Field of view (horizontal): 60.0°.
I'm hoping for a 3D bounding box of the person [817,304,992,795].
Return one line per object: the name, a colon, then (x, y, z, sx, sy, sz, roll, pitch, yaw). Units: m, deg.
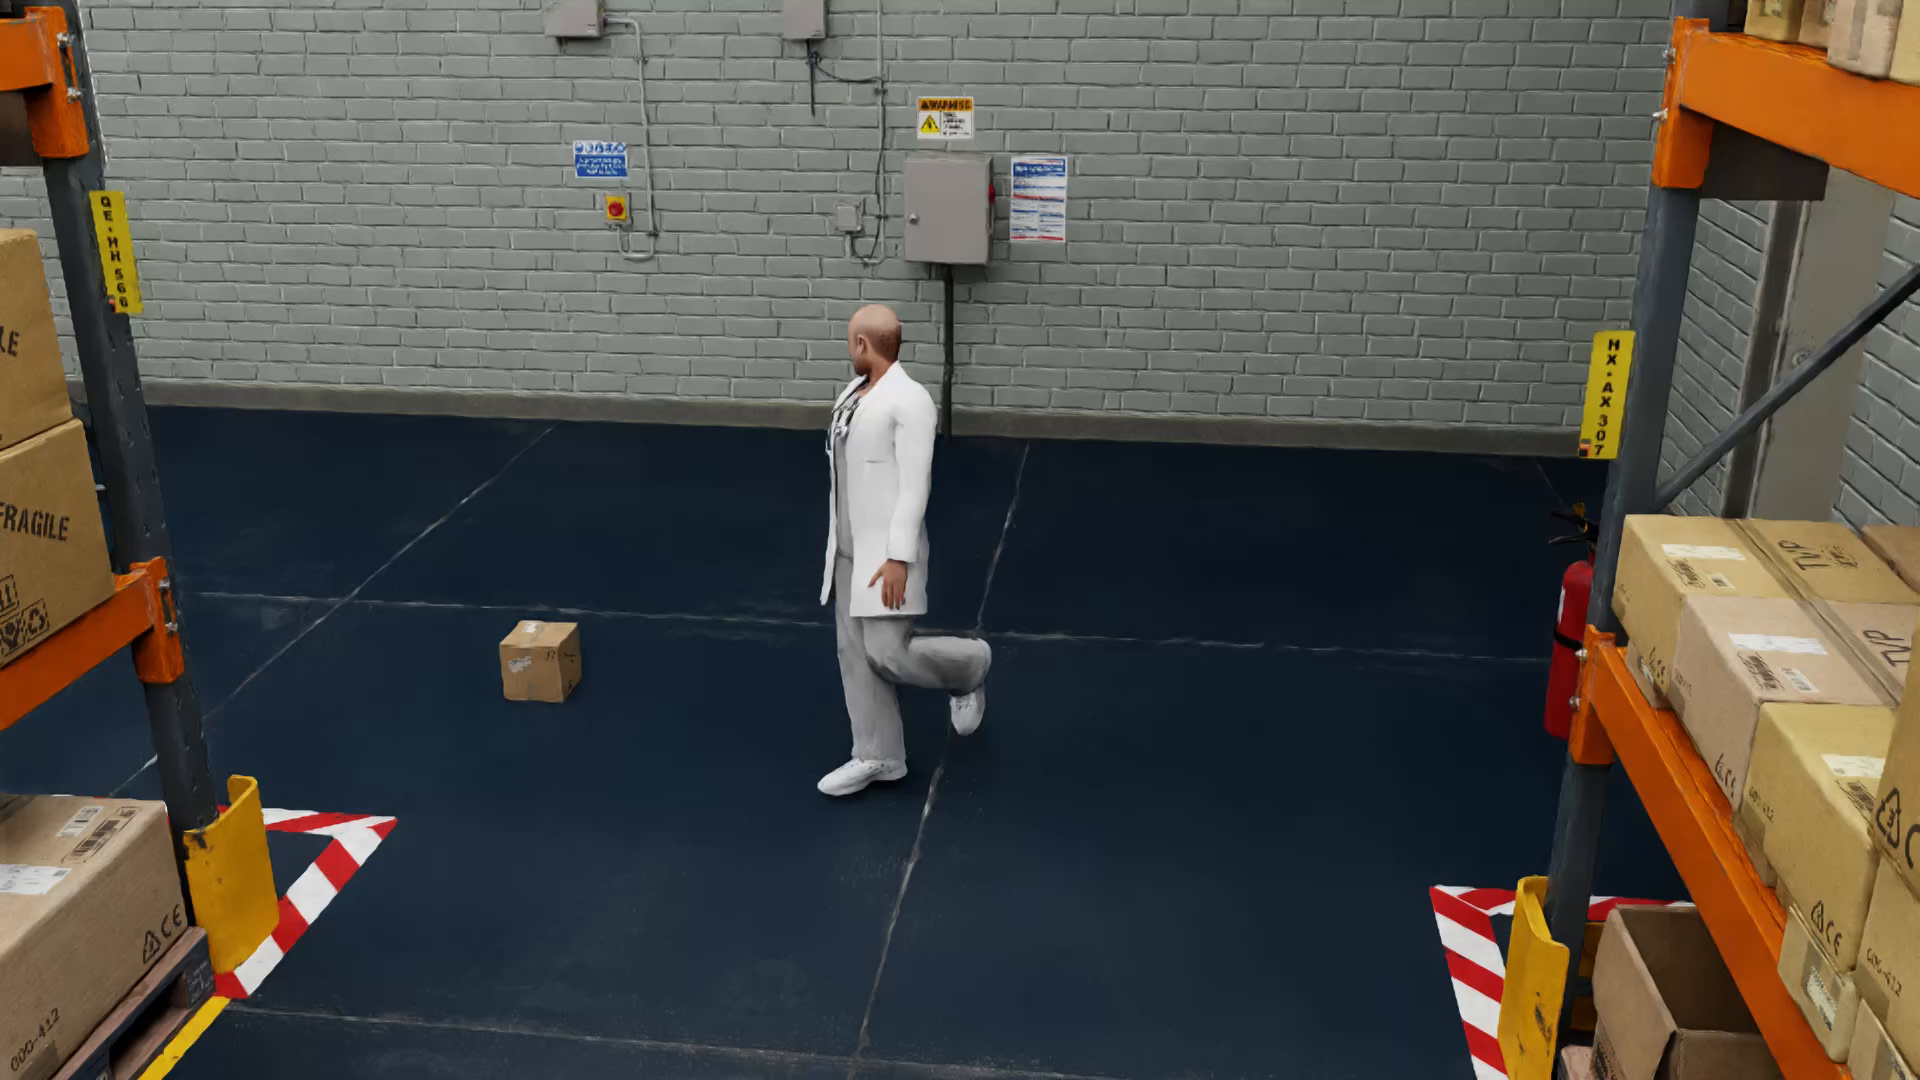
person: (-0.269, 0.020, 6.084, 0.777, 1.739, 0.646, -14, 25, -32)
